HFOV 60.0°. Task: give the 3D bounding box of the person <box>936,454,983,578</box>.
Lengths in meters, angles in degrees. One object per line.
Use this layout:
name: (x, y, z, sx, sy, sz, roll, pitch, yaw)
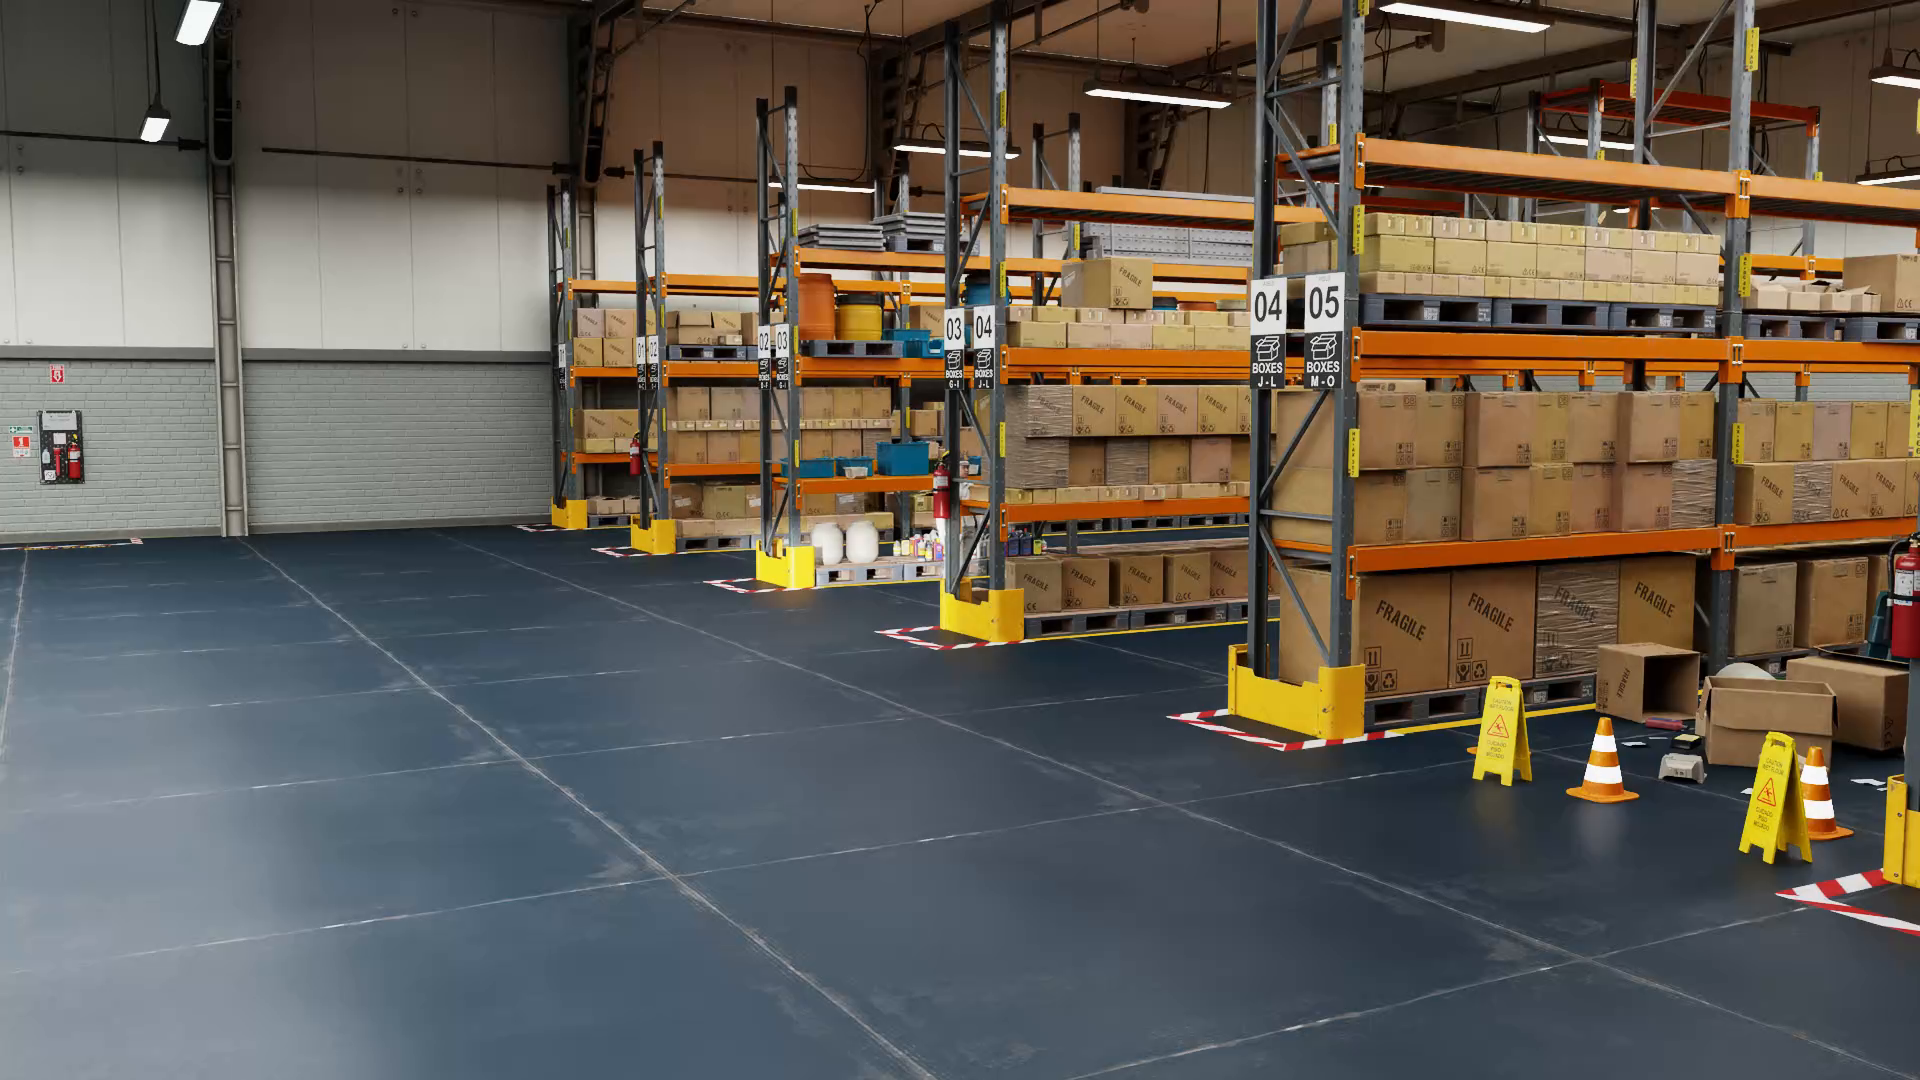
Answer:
person: (0.027, -0.084, 18.156, 0.586, 1.694, 0.532, -3, 6, -29)
